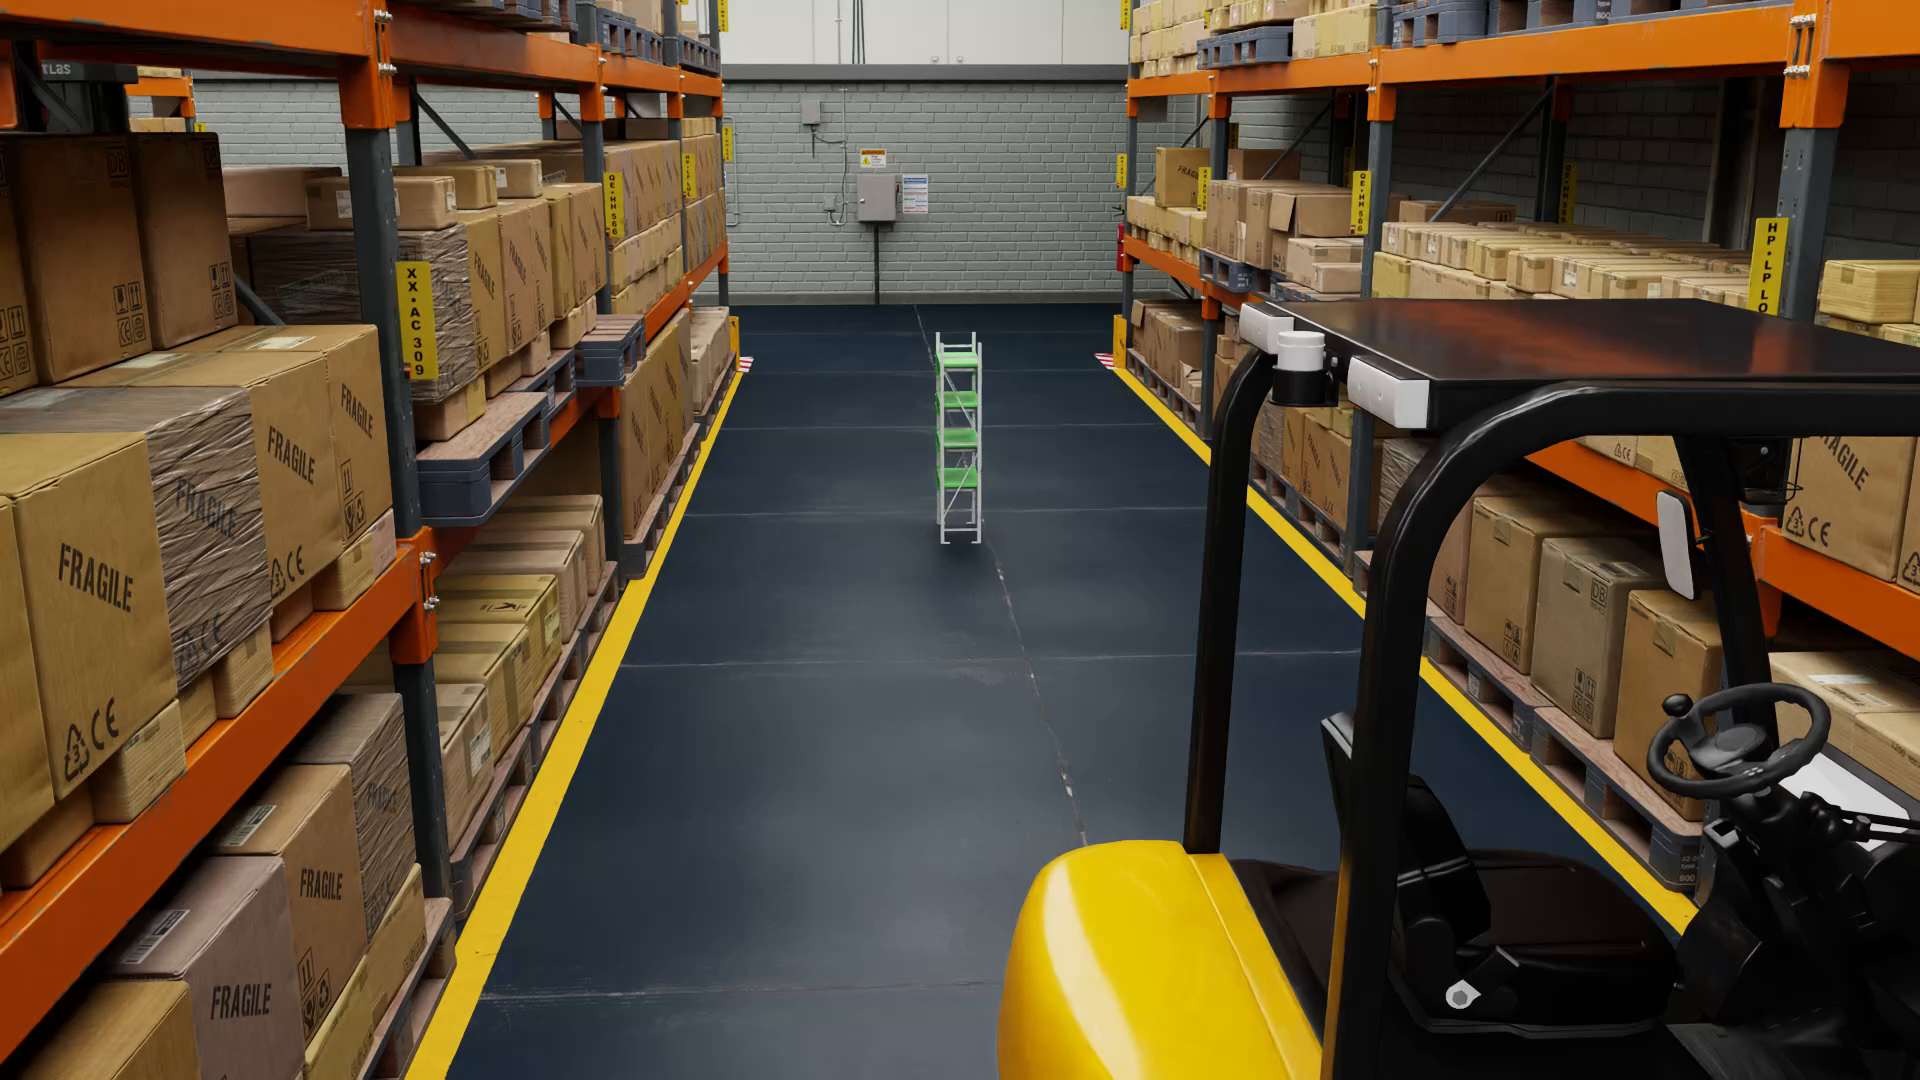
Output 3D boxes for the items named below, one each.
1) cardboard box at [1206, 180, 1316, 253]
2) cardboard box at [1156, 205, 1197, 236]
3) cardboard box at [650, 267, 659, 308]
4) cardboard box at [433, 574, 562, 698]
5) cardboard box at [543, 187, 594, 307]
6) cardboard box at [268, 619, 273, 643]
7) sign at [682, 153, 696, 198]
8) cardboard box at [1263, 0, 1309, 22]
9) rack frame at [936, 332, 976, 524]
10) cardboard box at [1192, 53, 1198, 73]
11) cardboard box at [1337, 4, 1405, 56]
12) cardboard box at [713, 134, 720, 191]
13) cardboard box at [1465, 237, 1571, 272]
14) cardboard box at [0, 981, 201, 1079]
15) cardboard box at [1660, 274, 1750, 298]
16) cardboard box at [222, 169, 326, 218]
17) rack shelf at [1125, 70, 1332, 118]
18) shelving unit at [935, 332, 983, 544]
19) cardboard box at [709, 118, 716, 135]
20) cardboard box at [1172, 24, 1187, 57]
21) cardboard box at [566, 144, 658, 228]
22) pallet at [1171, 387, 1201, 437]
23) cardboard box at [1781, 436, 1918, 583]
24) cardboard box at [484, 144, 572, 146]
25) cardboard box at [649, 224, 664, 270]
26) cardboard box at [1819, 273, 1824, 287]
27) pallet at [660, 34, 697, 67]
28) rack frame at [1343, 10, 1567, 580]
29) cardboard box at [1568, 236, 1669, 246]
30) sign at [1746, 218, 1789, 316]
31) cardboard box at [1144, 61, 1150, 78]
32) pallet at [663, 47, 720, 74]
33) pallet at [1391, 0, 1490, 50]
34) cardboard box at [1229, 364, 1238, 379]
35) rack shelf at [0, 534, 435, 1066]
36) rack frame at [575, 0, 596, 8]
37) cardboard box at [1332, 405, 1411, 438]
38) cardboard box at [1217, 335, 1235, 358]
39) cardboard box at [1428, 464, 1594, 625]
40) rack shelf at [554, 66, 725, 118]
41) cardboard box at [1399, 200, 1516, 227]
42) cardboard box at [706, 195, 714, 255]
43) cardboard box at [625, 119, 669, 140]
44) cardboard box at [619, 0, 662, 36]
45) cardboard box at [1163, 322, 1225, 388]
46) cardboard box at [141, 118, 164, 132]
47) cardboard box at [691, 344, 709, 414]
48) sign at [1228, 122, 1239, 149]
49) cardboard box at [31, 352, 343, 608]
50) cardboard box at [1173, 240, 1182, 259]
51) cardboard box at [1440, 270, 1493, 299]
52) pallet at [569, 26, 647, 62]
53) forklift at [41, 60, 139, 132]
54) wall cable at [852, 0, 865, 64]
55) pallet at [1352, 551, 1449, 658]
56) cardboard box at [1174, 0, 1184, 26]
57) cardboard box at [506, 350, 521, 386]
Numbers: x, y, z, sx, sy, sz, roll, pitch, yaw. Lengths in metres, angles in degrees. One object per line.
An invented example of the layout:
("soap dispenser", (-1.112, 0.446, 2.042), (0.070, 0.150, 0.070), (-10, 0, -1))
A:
("cardboard box", (2.203, -2.378, 12.205), (0.700, 0.500, 0.500), (-1, 14, -2))
("cardboard box", (2.026, -2.821, 14.674), (0.500, 0.250, 0.500), (-1, 14, -5))
("cardboard box", (-2.200, -1.611, 10.570), (0.500, 0.250, 0.500), (-1, 14, -3))
("cardboard box", (-2.190, 0.404, 6.866), (0.950, 0.372, 0.625), (0, 14, -2))
("cardboard box", (-1.962, -1.336, 7.560), (0.500, 0.500, 0.500), (-1, 14, -4))
("cardboard box", (-1.776, 0.204, 3.717), (0.380, 0.149, 0.250), (-1, 14, -4))
("sign", (-2.017, -2.706, 12.357), (0.100, 0.325, 0.005), (-1, 14, -3))
("cardboard box", (2.138, -3.370, 10.547), (0.380, 0.149, 0.250), (-1, 14, -2))
("rack frame", (-0.025, -0.683, 10.273), (0.240, 1.200, 0.015), (-1, 14, -3))
("cardboard box", (2.059, -3.794, 13.235), (0.380, 0.149, 0.250), (0, 14, -2))
("cardboard box", (2.370, -2.759, 9.011), (0.500, 0.250, 0.500), (-1, 14, -5))
("cardboard box", (-2.477, -3.454, 15.224), (0.500, 0.500, 0.500), (-1, 14, -3))
("cardboard box", (2.503, -1.277, 7.468), (0.380, 0.149, 0.250), (-1, 14, -3))
("cardboard box", (-1.650, 1.111, 2.857), (0.500, 0.500, 0.500), (-1, 14, -2))
("cardboard box", (2.652, -0.830, 5.730), (0.380, 0.149, 0.250), (-1, 14, -3))
("cardboard box", (-2.372, -1.175, 5.632), (0.380, 0.149, 0.250), (-1, 14, -5))
("rack shelf", (2.272, -3.852, 14.400), (1.077, 0.370, 4.000), (-1, 14, -3))
("shelving unit", (-0.010, -0.622, 10.037), (0.258, 1.200, 0.503), (-1, 14, -3))
("cardboard box", (-2.444, -3.802, 15.275), (0.380, 0.149, 0.250), (-1, 14, -4))
("cardboard box", (2.053, -4.147, 13.808), (0.500, 0.250, 0.500), (-1, 14, -2))
("cardboard box", (-2.182, -2.214, 10.406), (0.500, 0.500, 0.500), (-1, 14, -3))
("pallet", (2.354, -1.070, 13.763), (1.003, 0.211, 1.213), (-1, 14, -3))
("cardboard box", (2.658, -0.194, 4.561), (0.500, 0.500, 0.500), (-1, 14, -5))
("cardboard box", (-2.692, -2.212, 10.396), (0.500, 0.500, 0.500), (-1, 14, -4))
("cardboard box", (-2.163, -1.856, 10.518), (0.500, 0.250, 0.500), (-1, 14, -2))
("cardboard box", (3.105, -0.843, 5.782), (0.380, 0.149, 0.250), (-1, 14, -4))
("pallet", (-2.598, -3.786, 12.879), (1.003, 0.211, 1.213), (-1, 14, -3))
("rack frame", (2.644, -1.255, 8.885), (1.000, 3.000, 0.127), (-1, 14, -3))
("cardboard box", (2.972, -1.285, 7.499), (0.380, 0.149, 0.250), (-1, 14, -4))
("sign", (2.351, -0.772, 4.842), (0.100, 0.325, 0.005), (-1, 14, -3))
("cardboard box", (1.890, -4.300, 15.205), (0.380, 0.149, 0.250), (-1, 14, -2))
("pallet", (-2.750, -4.393, 15.237), (1.003, 0.211, 1.213), (-1, 14, -3))
("pallet", (2.775, -2.449, 7.884), (1.213, 0.211, 1.003), (0, 14, -1))
("cardboard box", (2.244, -0.987, 12.015), (0.500, 0.500, 0.500), (-1, 14, -4))
("rack shelf", (-1.939, 0.663, 2.873), (1.077, 0.370, 4.000), (-1, 14, -3))
("rack frame", (-2.310, -4.083, 7.836), (1.000, 3.000, 0.127), (-1, 14, -3))
("cardboard box", (2.360, -0.681, 9.525), (0.380, 0.149, 0.250), (-2, 15, -6))
("cardboard box", (2.152, -1.464, 12.567), (0.380, 0.149, 0.250), (0, 14, -1))
("cardboard box", (2.717, 0.009, 7.894), (0.875, 0.625, 0.625), (0, 14, -2))
("rack shelf", (-2.682, -3.774, 14.099), (1.077, 0.370, 4.000), (-1, 14, -3))
("cardboard box", (2.768, -1.637, 9.327), (0.500, 0.500, 0.500), (0, 14, -1))
("cardboard box", (-2.409, -2.719, 14.372), (0.500, 0.500, 0.500), (0, 14, -2))
("cardboard box", (-2.319, -3.102, 12.553), (0.380, 0.149, 0.250), (-1, 14, -4))
("cardboard box", (-2.294, -3.569, 11.195), (0.500, 0.311, 0.500), (-1, 14, -3))
("cardboard box", (2.170, -1.613, 14.448), (0.700, 0.500, 0.500), (-1, 14, -6))
("cardboard box", (-7.432, -3.506, 14.830), (0.500, 0.500, 0.500), (-1, 14, -5))
("cardboard box", (-2.490, -1.293, 13.330), (0.875, 0.438, 0.875), (-1, 14, -4))
("sign", (2.703, -3.962, 16.448), (0.100, 0.325, 0.005), (-1, 14, -3))
("cardboard box", (-1.748, -0.141, 3.756), (0.500, 0.500, 0.500), (0, 14, -2))
("cardboard box", (2.013, -2.461, 14.076), (0.380, 0.149, 0.250), (-1, 14, -4))
("cardboard box", (2.472, -1.056, 7.407), (0.500, 0.250, 0.500), (-1, 14, -5))
("pallet", (-2.475, -2.976, 9.933), (1.003, 0.211, 1.213), (0, 14, -1))
("forklift", (-5.645, -1.455, 9.798), (3.031, 2.935, 1.130), (-3, 15, -11))
("wall cable", (0.094, -7.546, 21.219), (2.988, 3.039, 0.133), (-1, 14, -3))
("pallet", (2.656, 0.301, 8.434), (1.003, 0.211, 1.213), (-1, 14, -3))
("cardboard box", (2.061, -4.390, 13.751), (0.500, 0.250, 0.500), (-1, 14, -2))
("cardboard box", (-1.870, -0.665, 6.251), (0.380, 0.149, 0.250), (-1, 14, -3))
